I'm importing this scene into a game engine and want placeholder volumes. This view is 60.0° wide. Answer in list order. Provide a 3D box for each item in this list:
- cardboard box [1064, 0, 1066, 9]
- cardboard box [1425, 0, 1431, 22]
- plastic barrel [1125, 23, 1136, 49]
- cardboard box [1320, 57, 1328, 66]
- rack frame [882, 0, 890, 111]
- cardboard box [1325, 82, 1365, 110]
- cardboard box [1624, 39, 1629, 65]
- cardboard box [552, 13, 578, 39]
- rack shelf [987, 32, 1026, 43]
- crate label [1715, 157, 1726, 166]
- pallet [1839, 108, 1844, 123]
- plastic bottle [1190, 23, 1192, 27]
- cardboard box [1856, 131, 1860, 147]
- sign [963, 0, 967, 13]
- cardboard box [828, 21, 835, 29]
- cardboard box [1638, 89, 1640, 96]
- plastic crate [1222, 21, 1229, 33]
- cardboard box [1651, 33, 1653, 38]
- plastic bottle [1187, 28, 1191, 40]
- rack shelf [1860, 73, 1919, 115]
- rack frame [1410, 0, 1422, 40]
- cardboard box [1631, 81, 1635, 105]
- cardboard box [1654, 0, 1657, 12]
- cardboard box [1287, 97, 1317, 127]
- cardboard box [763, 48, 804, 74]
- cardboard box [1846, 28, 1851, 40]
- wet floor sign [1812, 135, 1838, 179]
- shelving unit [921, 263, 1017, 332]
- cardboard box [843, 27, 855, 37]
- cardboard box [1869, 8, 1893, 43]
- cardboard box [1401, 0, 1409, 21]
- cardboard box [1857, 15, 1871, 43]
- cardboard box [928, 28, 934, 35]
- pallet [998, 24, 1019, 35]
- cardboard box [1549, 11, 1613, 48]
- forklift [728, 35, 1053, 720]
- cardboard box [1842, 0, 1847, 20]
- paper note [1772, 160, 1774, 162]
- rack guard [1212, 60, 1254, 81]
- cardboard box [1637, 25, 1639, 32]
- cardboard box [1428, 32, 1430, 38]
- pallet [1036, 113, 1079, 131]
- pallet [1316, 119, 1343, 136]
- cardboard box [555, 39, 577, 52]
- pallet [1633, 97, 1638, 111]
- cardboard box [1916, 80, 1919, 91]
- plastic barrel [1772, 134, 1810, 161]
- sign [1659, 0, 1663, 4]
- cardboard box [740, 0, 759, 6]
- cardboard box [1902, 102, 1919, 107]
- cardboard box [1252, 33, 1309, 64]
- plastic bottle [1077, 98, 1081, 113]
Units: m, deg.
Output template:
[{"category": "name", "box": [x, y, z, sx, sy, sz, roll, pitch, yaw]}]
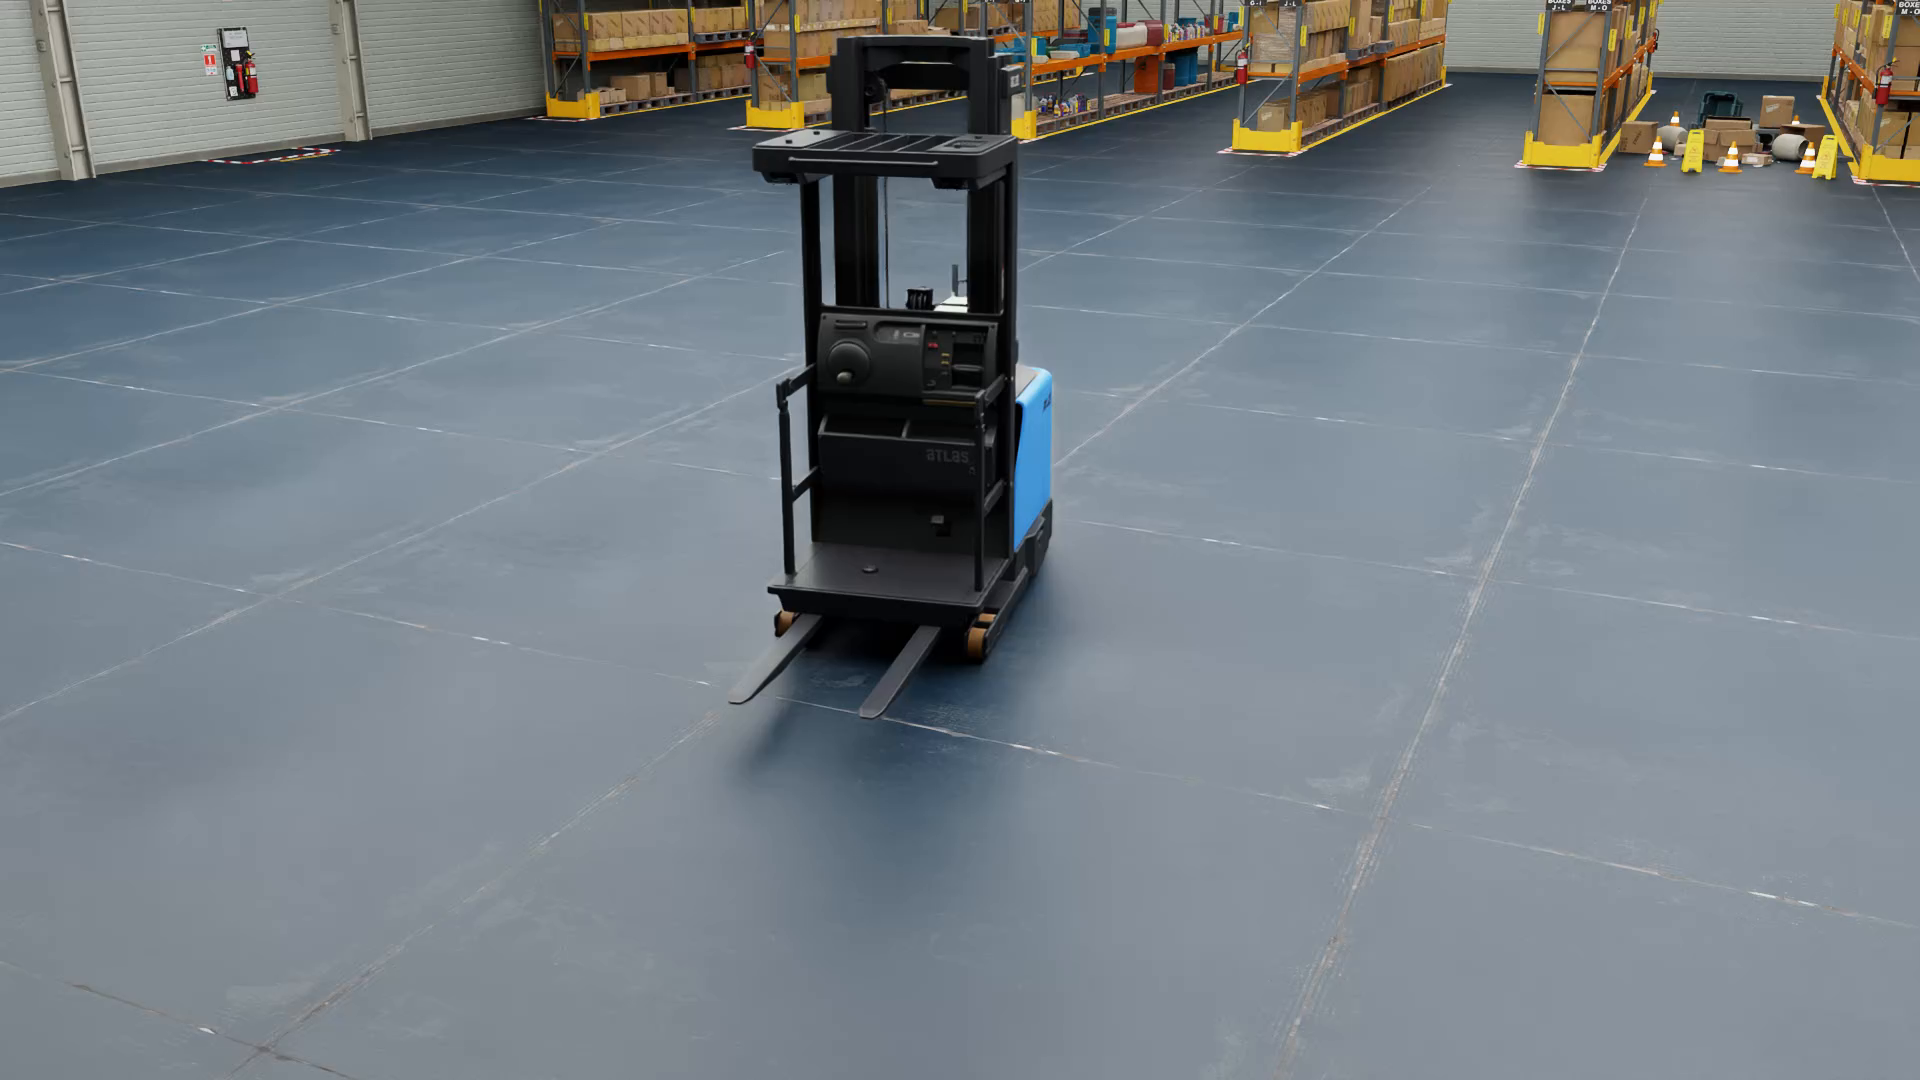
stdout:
[{"category": "cardboard box", "box": [2.544, -14.569, 44.817, 0.500, 0.500, 0.500, 9, 22, 24]}, {"category": "cardboard box", "box": [10.926, -12.639, 39.691, 0.500, 0.500, 0.500, 9, 21, 23]}, {"category": "plastic barrel", "box": [3.563, -10.872, 35.860, 0.433, 0.535, 0.433, 0, 20, 0]}, {"category": "cardboard box", "box": [6.564, -8.828, 30.692, 0.380, 0.149, 0.250, 9, 21, 23]}, {"category": "rack frame", "box": [-2.024, -10.870, 36.057, 1.000, 3.000, 0.127, 9, 21, 23]}, {"category": "cardboard box", "box": [7.952, -9.209, 34.459, 0.700, 0.500, 0.500, 11, 22, 27]}, {"category": "cardboard box", "box": [12.162, -9.123, 30.997, 0.500, 0.500, 0.500, 9, 21, 23]}, {"category": "cardboard box", "box": [-8.184, -10.791, 34.910, 0.500, 0.500, 0.500, 8, 21, 22]}, {"category": "rack shelf", "box": [0.433, -12.365, 41.335, 1.077, 0.370, 4.000, 9, 21, 23]}, {"category": "crate label", "box": [12.527, -6.184, 27.152, 0.250, 0.136, 0.298, -2, 20, -5]}, {"category": "pallet", "box": [18.583, -8.661, 34.007, 1.003, 0.211, 1.213, 9, 21, 23]}, {"category": "plastic bottle", "box": [5.560, -12.305, 40.166, 0.144, 0.351, 0.185, 9, 21, 23]}, {"category": "cardboard box", "box": [15.356, -6.744, 27.932, 0.500, 0.250, 0.500, 10, 22, 26]}, {"category": "sign", "box": [0.121, -12.563, 39.090, 0.100, 0.325, 0.005, 9, 21, 23]}, {"category": "cardboard box", "box": [-2.780, -10.484, 33.855, 0.380, 0.149, 0.250, 8, 21, 22]}, {"category": "cardboard box", "box": [15.214, -10.165, 37.704, 0.380, 0.149, 0.250, 8, 21, 20]}, {"category": "plastic crate", "box": [6.562, -13.048, 42.270, 0.437, 0.282, 0.530, 9, 21, 23]}, {"category": "cardboard box", "box": [16.534, -12.209, 40.198, 0.380, 0.149, 0.250, 9, 21, 23]}, {"category": "plastic bottle", "box": [5.396, -12.033, 39.514, 0.152, 0.276, 0.135, 9, 21, 23]}, {"category": "rack shelf", "box": [15.234, -7.199, 26.809, 1.077, 0.370, 4.000, 9, 21, 23]}, {"category": "rack frame", "box": [10.288, -11.955, 39.108, 1.000, 3.000, 0.127, 9, 21, 23]}, {"category": "cardboard box", "box": [14.064, -9.534, 35.404, 0.500, 0.500, 0.500, 8, 21, 21]}, {"category": "cardboard box", "box": [16.037, -12.636, 38.936, 0.500, 0.500, 0.500, 10, 22, 25]}, {"category": "cardboard box", "box": [6.401, -8.036, 31.192, 0.500, 0.500, 0.500, 7, 21, 18]}, {"category": "cardboard box", "box": [-4.486, -12.163, 42.274, 0.750, 0.750, 0.750, 8, 21, 22]}, {"category": "cardboard box", "box": [18.472, -10.350, 34.074, 0.500, 0.250, 0.500, 9, 21, 23]}, {"category": "wet floor sign", "box": [13.361, -5.906, 25.614, 0.267, 0.644, 0.232, 18, 26, 41]}, {"category": "shelving unit", "box": [0.058, -0.874, 10.187, 0.431, 1.500, 0.755, 5, 20, 14]}, {"category": "cardboard box", "box": [-2.619, -10.465, 34.770, 0.700, 0.500, 0.500, 9, 21, 24]}, {"category": "cardboard box", "box": [14.754, -8.095, 26.169, 0.700, 0.500, 0.500, 8, 21, 22]}, {"category": "cardboard box", "box": [9.742, -12.070, 37.785, 0.797, 0.503, 0.637, 9, 21, 23]}, {"category": "cardboard box", "box": [17.295, -9.652, 31.412, 0.500, 0.500, 0.500, 8, 21, 21]}, {"category": "cardboard box", "box": [-0.929, -11.804, 38.816, 0.500, 0.311, 0.500, 8, 21, 22]}, {"category": "pallet", "box": [0.825, -12.996, 42.321, 1.003, 0.211, 1.213, 9, 21, 23]}, {"category": "cardboard box", "box": [10.045, -8.263, 26.890, 0.875, 0.550, 0.550, 9, 21, 23]}, {"category": "forklift", "box": [-0.319, -0.922, 8.188, 1.130, 2.935, 3.031, 5, 20, 14]}, {"category": "cardboard box", "box": [19.685, -11.606, 36.486, 0.500, 0.500, 0.500, 9, 21, 23]}, {"category": "paper note", "box": [13.471, -6.324, 27.722, 0.148, 0.019, 0.142, 18, 26, 41]}, {"category": "rack guard", "box": [7.405, -12.689, 44.902, 1.175, 0.500, 0.348, 9, 21, 23]}, {"category": "cardboard box", "box": [14.362, -10.995, 35.712, 0.380, 0.149, 0.250, 7, 21, 20]}, {"category": "cardboard box", "box": [11.138, -12.201, 40.175, 0.380, 0.149, 0.250, 8, 21, 22]}, {"category": "pallet", "box": [1.682, -8.301, 32.996, 1.003, 0.211, 1.213, 9, 21, 23]}, {"category": "pallet", "box": [6.769, -7.985, 32.108, 1.003, 0.211, 1.213, 9, 21, 23]}, {"category": "cardboard box", "box": [-8.169, -10.434, 35.025, 0.500, 0.250, 0.500, 9, 21, 23]}, {"category": "pallet", "box": [14.454, -9.691, 36.905, 1.003, 0.211, 1.213, 9, 21, 23]}, {"category": "cardboard box", "box": [14.743, -6.884, 25.224, 0.380, 0.149, 0.250, 9, 21, 23]}, {"category": "plastic barrel", "box": [13.879, -6.552, 27.761, 0.421, 0.421, 0.512, -9, 22, -24]}, {"category": "sign", "box": [16.907, -13.078, 40.067, 0.100, 0.325, 0.005, 9, 21, 23]}, {"category": "cardboard box", "box": [-5.139, -13.121, 40.613, 0.380, 0.149, 0.250, 5, 20, 14]}, {"category": "cardboard box", "box": [15.641, -6.876, 27.184, 0.500, 0.500, 0.500, 10, 22, 26]}, {"category": "cardboard box", "box": [5.624, -8.638, 29.189, 0.875, 0.500, 0.500, 9, 21, 23]}, {"category": "plastic bottle", "box": [2.385, -8.766, 33.538, 0.061, 0.283, 0.133, 10, 22, 26]}]
